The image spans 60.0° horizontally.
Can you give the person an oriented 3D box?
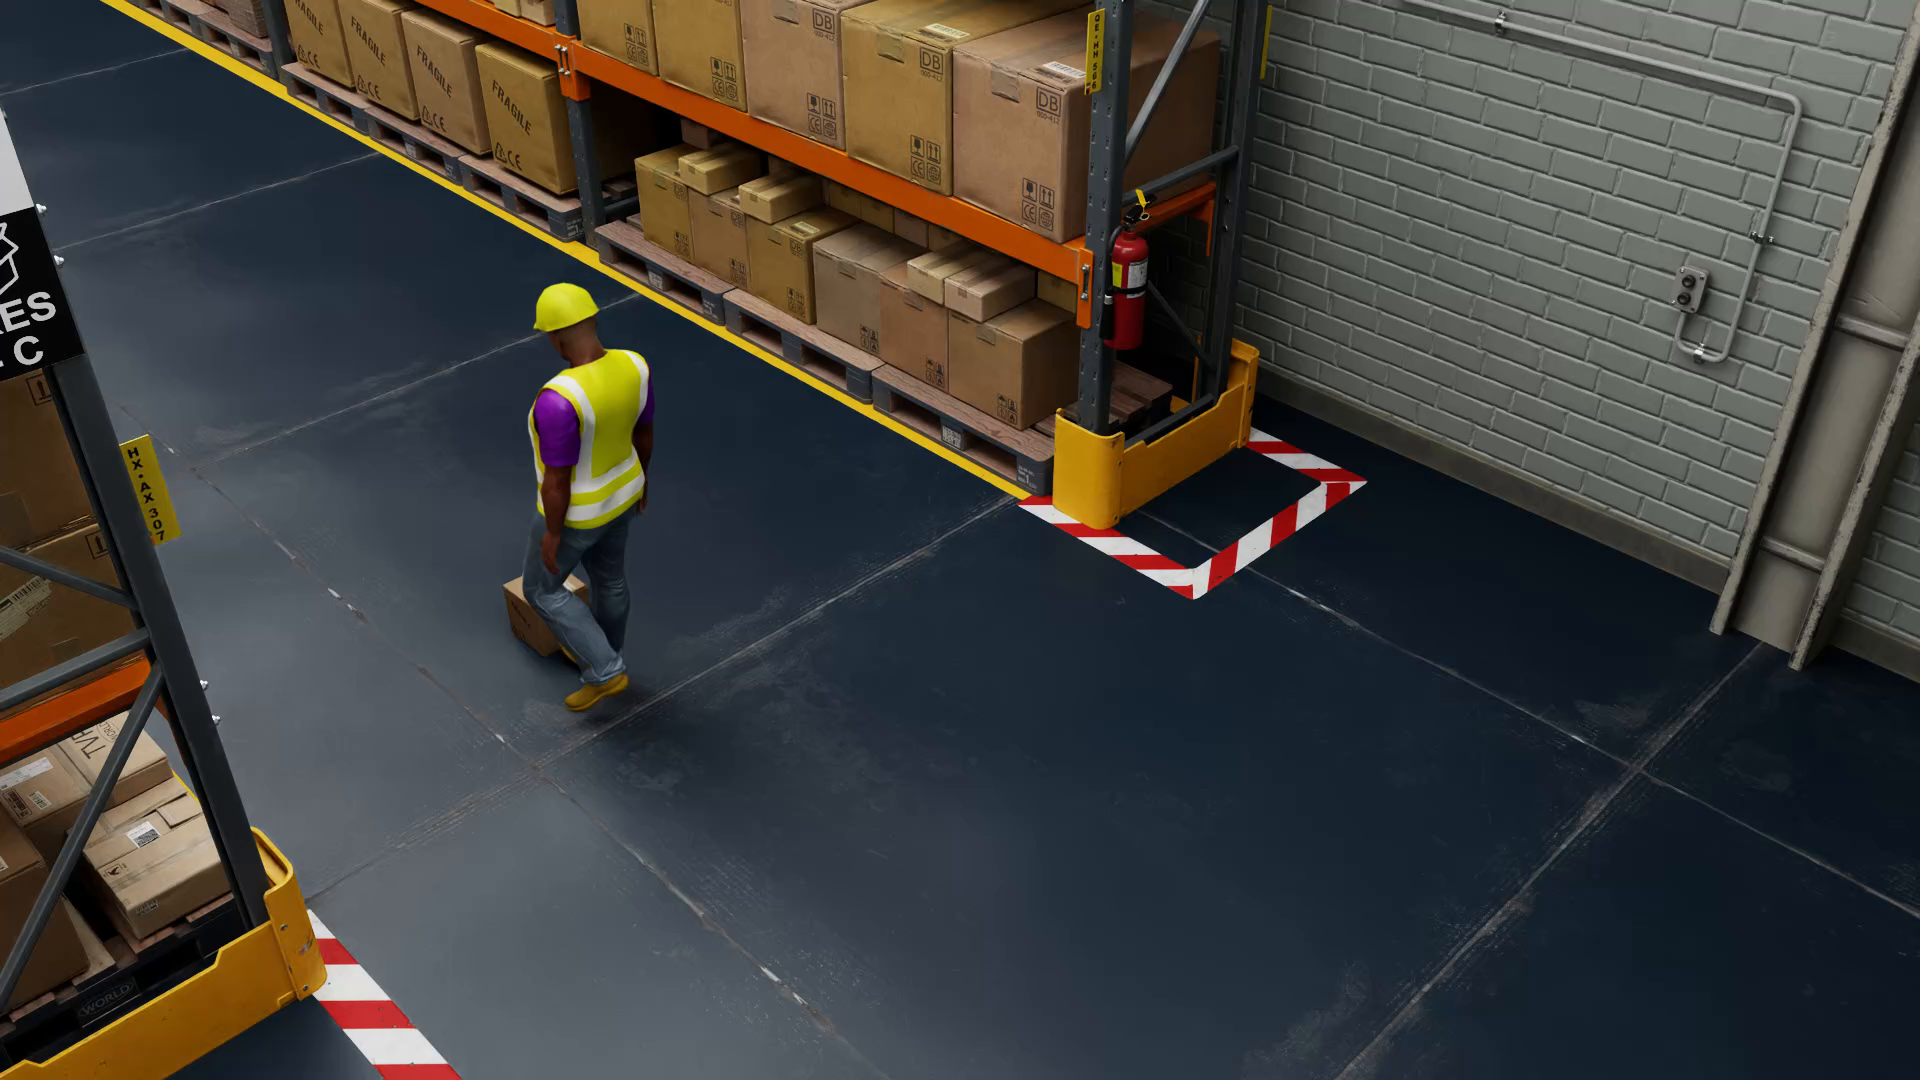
[{"bbox_3d":[-1.453,-0.166,6.324,0.532,1.763,0.611,19,40,25],"label":"person"}]
